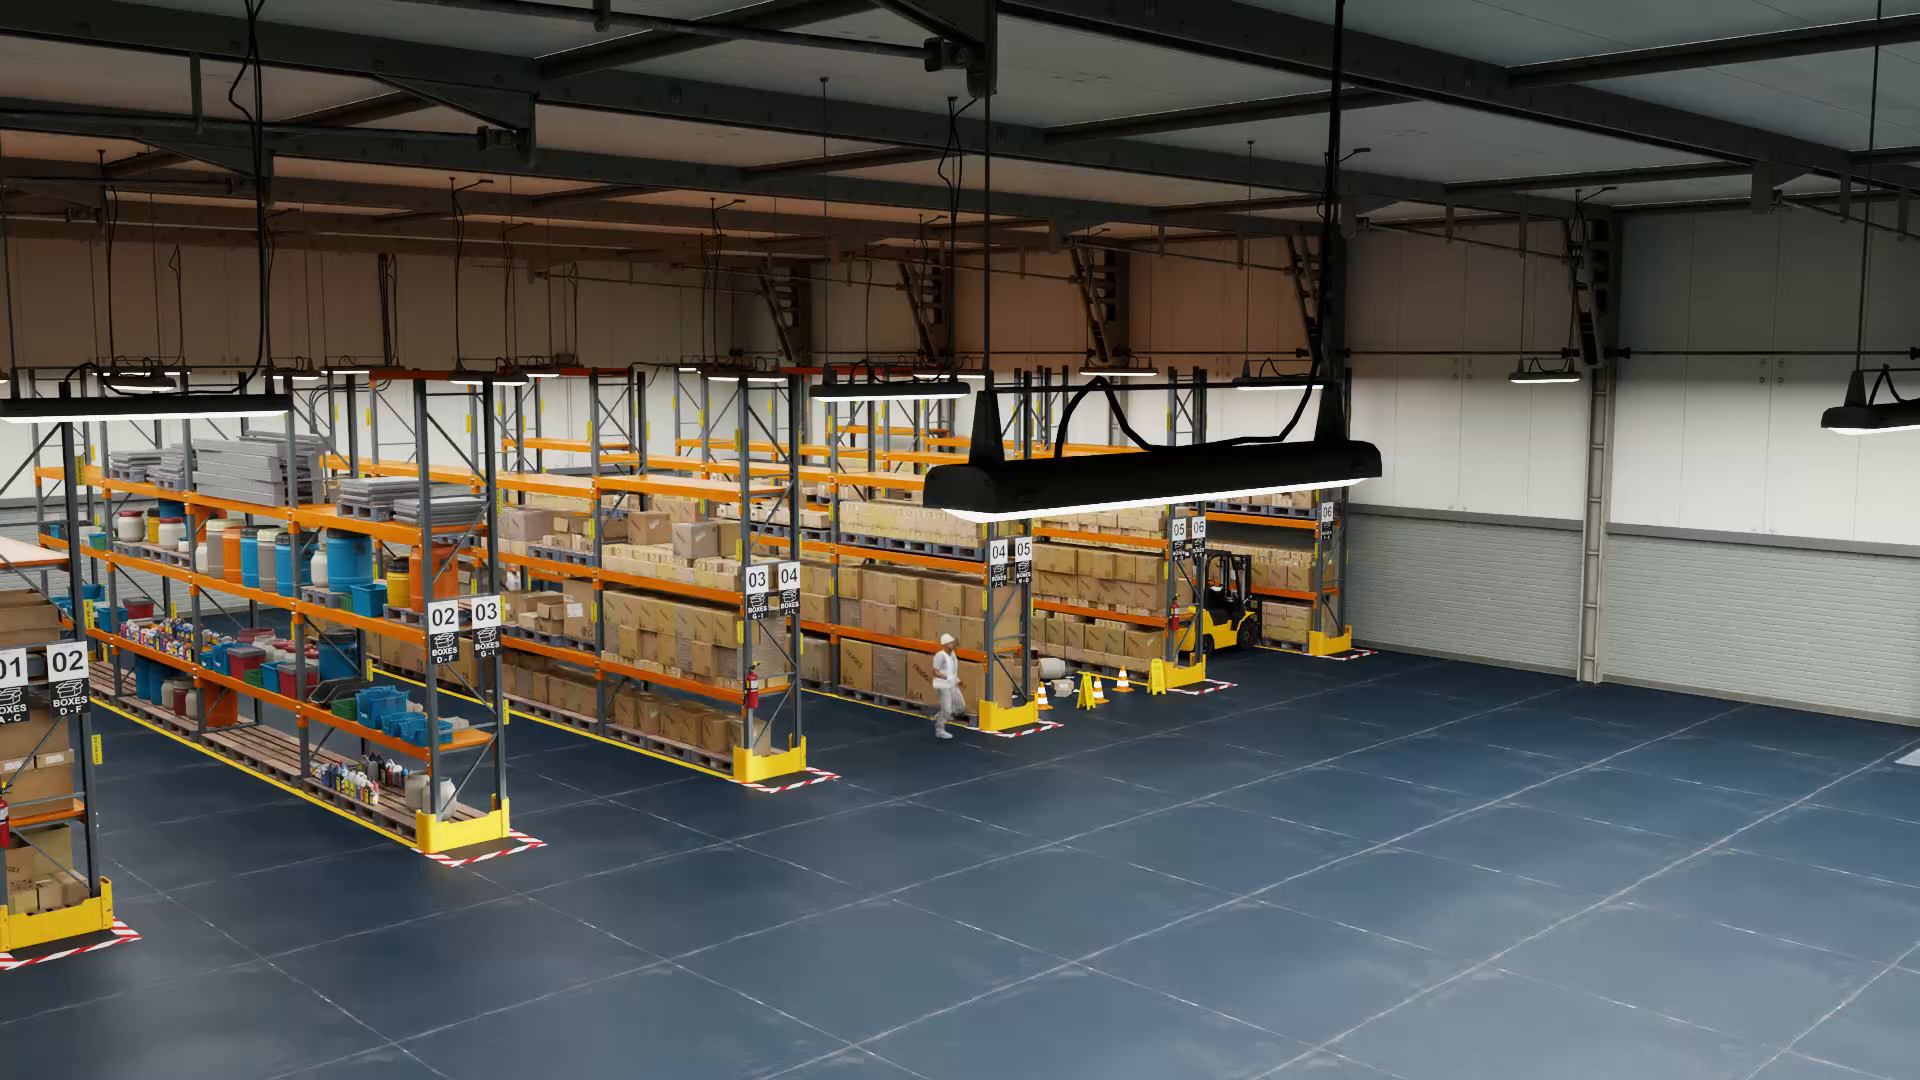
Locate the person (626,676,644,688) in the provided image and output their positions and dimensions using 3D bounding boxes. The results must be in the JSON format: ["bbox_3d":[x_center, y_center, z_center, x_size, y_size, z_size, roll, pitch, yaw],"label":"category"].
[{"bbox_3d":[-6.021,2.026,31.117,0.686,1.622,0.505,6,9,42],"label":"person"}]

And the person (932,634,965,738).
[{"bbox_3d":[-0.191,2.400,27.266,0.591,1.735,0.679,3,7,25],"label":"person"}]

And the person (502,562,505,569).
[{"bbox_3d":[-10.951,0.847,40.546,0.875,1.765,0.700,-4,8,-31],"label":"person"}]

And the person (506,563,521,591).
[{"bbox_3d":[-9.765,1.342,36.613,0.725,1.733,0.696,-5,8,-39],"label":"person"}]
